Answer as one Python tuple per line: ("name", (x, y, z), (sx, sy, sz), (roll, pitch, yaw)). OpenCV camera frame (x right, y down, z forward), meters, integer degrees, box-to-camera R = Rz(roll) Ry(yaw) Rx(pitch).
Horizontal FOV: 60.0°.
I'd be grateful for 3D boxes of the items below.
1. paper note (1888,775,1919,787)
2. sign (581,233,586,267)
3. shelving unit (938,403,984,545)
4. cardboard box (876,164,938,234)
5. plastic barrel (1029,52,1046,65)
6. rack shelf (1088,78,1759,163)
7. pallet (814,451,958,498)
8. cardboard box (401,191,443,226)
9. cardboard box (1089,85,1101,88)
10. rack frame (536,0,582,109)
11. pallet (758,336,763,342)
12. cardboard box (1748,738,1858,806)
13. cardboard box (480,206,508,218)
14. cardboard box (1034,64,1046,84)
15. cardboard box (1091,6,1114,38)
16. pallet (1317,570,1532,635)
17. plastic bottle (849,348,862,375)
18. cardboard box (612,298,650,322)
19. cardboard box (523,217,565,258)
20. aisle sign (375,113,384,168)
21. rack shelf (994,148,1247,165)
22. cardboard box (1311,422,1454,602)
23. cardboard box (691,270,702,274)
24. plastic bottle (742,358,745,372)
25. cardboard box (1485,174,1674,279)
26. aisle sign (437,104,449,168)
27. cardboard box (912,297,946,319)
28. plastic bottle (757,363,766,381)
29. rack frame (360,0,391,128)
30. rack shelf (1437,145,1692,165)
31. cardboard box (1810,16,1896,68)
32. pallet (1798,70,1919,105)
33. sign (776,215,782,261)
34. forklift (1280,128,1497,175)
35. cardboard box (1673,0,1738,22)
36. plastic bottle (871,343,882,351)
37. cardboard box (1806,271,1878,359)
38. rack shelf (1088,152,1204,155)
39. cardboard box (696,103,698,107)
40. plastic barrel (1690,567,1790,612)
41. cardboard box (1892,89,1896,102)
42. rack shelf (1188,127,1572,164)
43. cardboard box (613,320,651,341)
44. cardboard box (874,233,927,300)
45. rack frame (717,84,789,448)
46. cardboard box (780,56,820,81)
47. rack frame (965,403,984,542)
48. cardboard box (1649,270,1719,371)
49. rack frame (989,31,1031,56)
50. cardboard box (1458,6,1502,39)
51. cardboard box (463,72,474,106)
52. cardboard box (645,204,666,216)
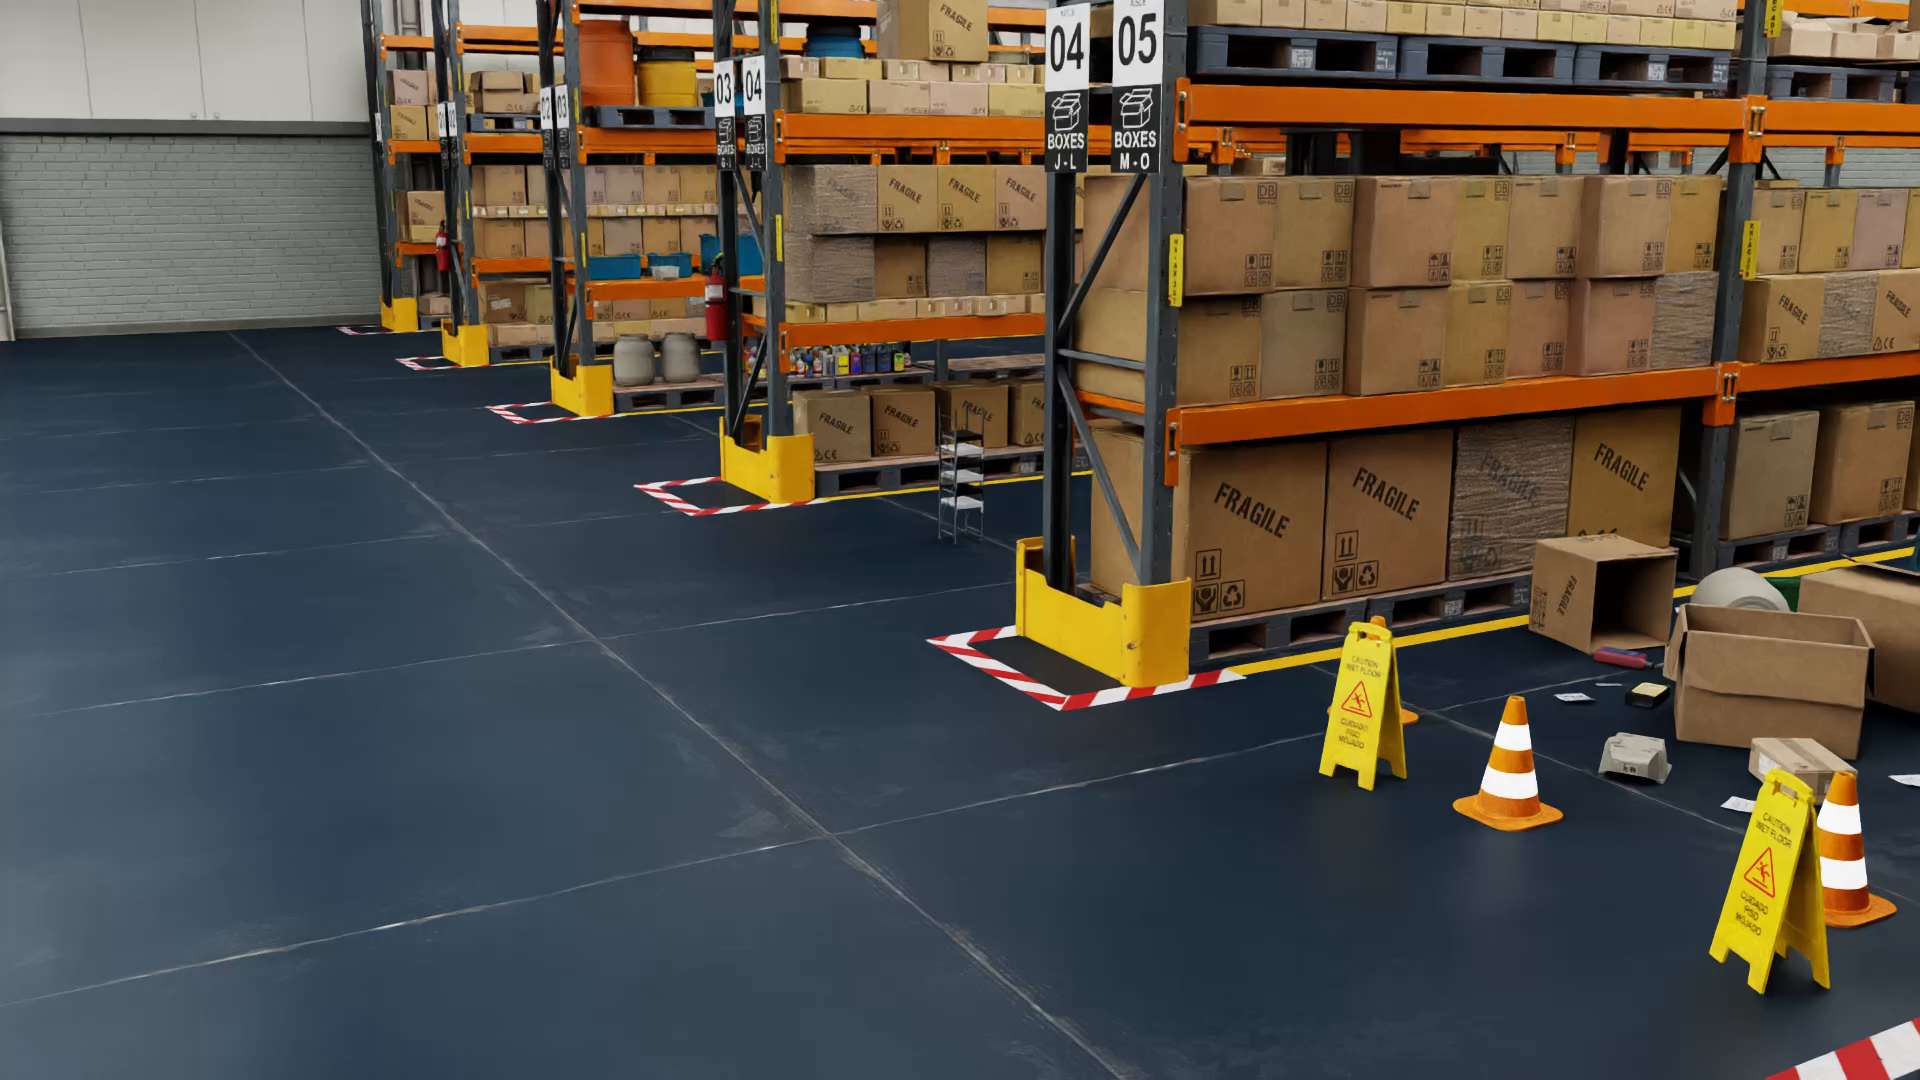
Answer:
("paper note", (3.882, 0.972, 6.746), (0.142, 0.019, 0.148), (-2, 13, -8))
("sign", (-3.674, -2.831, 16.228), (0.005, 0.325, 0.100), (-7, 14, -28))
("shelving unit", (0.007, -0.440, 11.014), (0.210, 0.900, 0.258), (-7, 14, -28))
("cardboard box", (-0.505, -2.587, 12.588), (0.500, 0.500, 0.500), (-7, 14, -28))
("plastic barrel", (1.068, -5.164, 19.252), (0.708, 0.901, 0.600), (-7, 14, -28))
("rack shelf", (2.483, -2.205, 8.880), (4.000, 0.370, 1.077), (-7, 14, -28))
("pallet", (-0.763, -0.574, 13.181), (1.213, 0.211, 1.003), (-7, 14, -28))
("cardboard box", (-8.117, -5.007, 25.112), (0.500, 0.500, 0.500), (-7, 14, -28))
("cardboard box", (0.768, -3.453, 13.132), (0.500, 0.250, 0.500), (-7, 14, -28))
("rack frame", (-3.933, -5.730, 16.072), (0.127, 3.000, 1.000), (-7, 14, -28))
("pallet", (-2.164, -2.903, 23.528), (1.213, 0.211, 1.003), (-7, 14, -28))
("cardboard box", (3.370, 0.925, 6.659), (0.250, 0.149, 0.380), (0, 13, 1))
("cardboard box", (-5.856, -4.123, 20.891), (0.250, 0.149, 0.380), (-7, 14, -28))
("cardboard box", (0.650, -3.624, 12.983), (0.250, 0.149, 0.380), (-6, 14, -25))
("cardboard box", (0.857, -2.577, 8.282), (0.250, 0.149, 0.380), (-7, 14, -28))
("pallet", (2.462, 0.252, 9.509), (1.213, 0.211, 1.003), (-7, 14, -28))
("plastic bottle", (-1.141, -1.944, 18.101), (0.133, 0.283, 0.061), (-6, 14, -24))
("cardboard box", (-4.408, -3.158, 21.907), (0.500, 0.500, 0.500), (-7, 14, -28))
("cardboard box", (-5.429, -3.909, 21.420), (0.500, 0.500, 0.700), (-6, 14, -26))
("aisle sign", (-8.600, -5.915, 24.639), (0.004, 0.787, 0.394), (-7, 14, -28))
("rack shelf", (2.474, -5.922, 25.399), (4.000, 0.370, 1.077), (-7, 14, -28))
("cardboard box", (2.063, -0.227, 9.169), (0.875, 0.875, 0.875), (-7, 15, -29))
("cardboard box", (-4.531, -4.209, 27.669), (0.500, 0.500, 0.700), (-6, 14, -26))
("plastic bottle", (-2.438, -1.986, 18.285), (0.133, 0.283, 0.061), (-6, 14, -26))
("cardboard box", (3.471, -1.790, 9.430), (0.550, 0.550, 0.875), (-7, 14, -28))
("aisle sign", (-6.502, -5.076, 20.910), (0.004, 0.787, 0.394), (-7, 14, -28))
("cardboard box", (-0.308, -1.811, 12.896), (0.250, 0.149, 0.380), (-7, 14, -28))
("plastic bottle", (-2.102, -1.794, 17.619), (0.097, 0.201, 0.097), (0, 13, 0))
("rack frame", (-8.680, -7.639, 24.556), (0.127, 3.000, 1.000), (-7, 14, -28))
("rack shelf", (8.355, -5.388, 23.025), (4.000, 0.370, 1.077), (-7, 14, -28))
("cardboard box", (5.672, -3.203, 10.696), (0.500, 0.311, 0.500), (-7, 15, -30))
("pallet", (6.230, -2.898, 10.755), (1.213, 0.211, 1.003), (-6, 14, -25))
("sign", (-1.300, -2.166, 11.930), (0.005, 0.325, 0.100), (-7, 14, -28))
("forklift", (3.197, -1.782, 12.351), (3.031, 2.935, 1.130), (-6, 14, -26))
("cardboard box", (3.930, -2.990, 9.212), (0.500, 0.250, 0.500), (-7, 14, -29))
("plastic bottle", (-0.919, -2.050, 18.419), (0.185, 0.351, 0.144), (-7, 14, -28))
("cardboard box", (5.272, -1.408, 10.306), (0.500, 0.500, 0.500), (-7, 14, -27))
("rack shelf", (3.608, -7.297, 31.509), (4.000, 0.370, 1.077), (-7, 14, -28))
("cardboard box", (-3.835, -5.813, 22.201), (0.500, 0.311, 0.500), (-8, 15, -31))
("plastic barrel", (3.978, 0.369, 8.504), (0.421, 0.421, 0.512), (3, 13, 11))
("cardboard box", (10.105, -5.026, 18.367), (0.500, 0.500, 0.700), (-6, 14, -25))
("rack shelf", (3.706, -3.592, 15.044), (4.000, 0.370, 1.077), (-7, 14, -28))
("cardboard box", (-4.409, -2.792, 21.990), (0.500, 0.250, 0.500), (-7, 14, -28))
("cardboard box", (-0.683, -2.170, 13.016), (0.500, 0.500, 0.875), (-7, 14, -28))
("rack frame", (-1.560, -1.848, 12.490), (0.127, 3.000, 1.000), (-7, 14, -28))
("cardboard box", (-1.208, -3.417, 12.064), (0.250, 0.149, 0.380), (-7, 14, -28))
("rack frame", (0.096, -0.451, 11.062), (0.006, 0.900, 0.240), (-7, 14, -28))
("cardboard box", (3.921, -1.335, 9.866), (0.550, 0.550, 0.875), (-7, 14, -28))
("rack frame", (0.718, -7.526, 24.055), (0.127, 3.000, 1.000), (-7, 14, -28))
("cardboard box", (2.513, -2.610, 8.432), (0.250, 0.149, 0.380), (-7, 14, -27))
("cardboard box", (-7.317, -6.815, 25.175), (0.500, 0.500, 0.500), (-6, 14, -26))
("cardboard box", (-4.044, -4.341, 21.859), (0.250, 0.149, 0.380), (-6, 14, -26))
